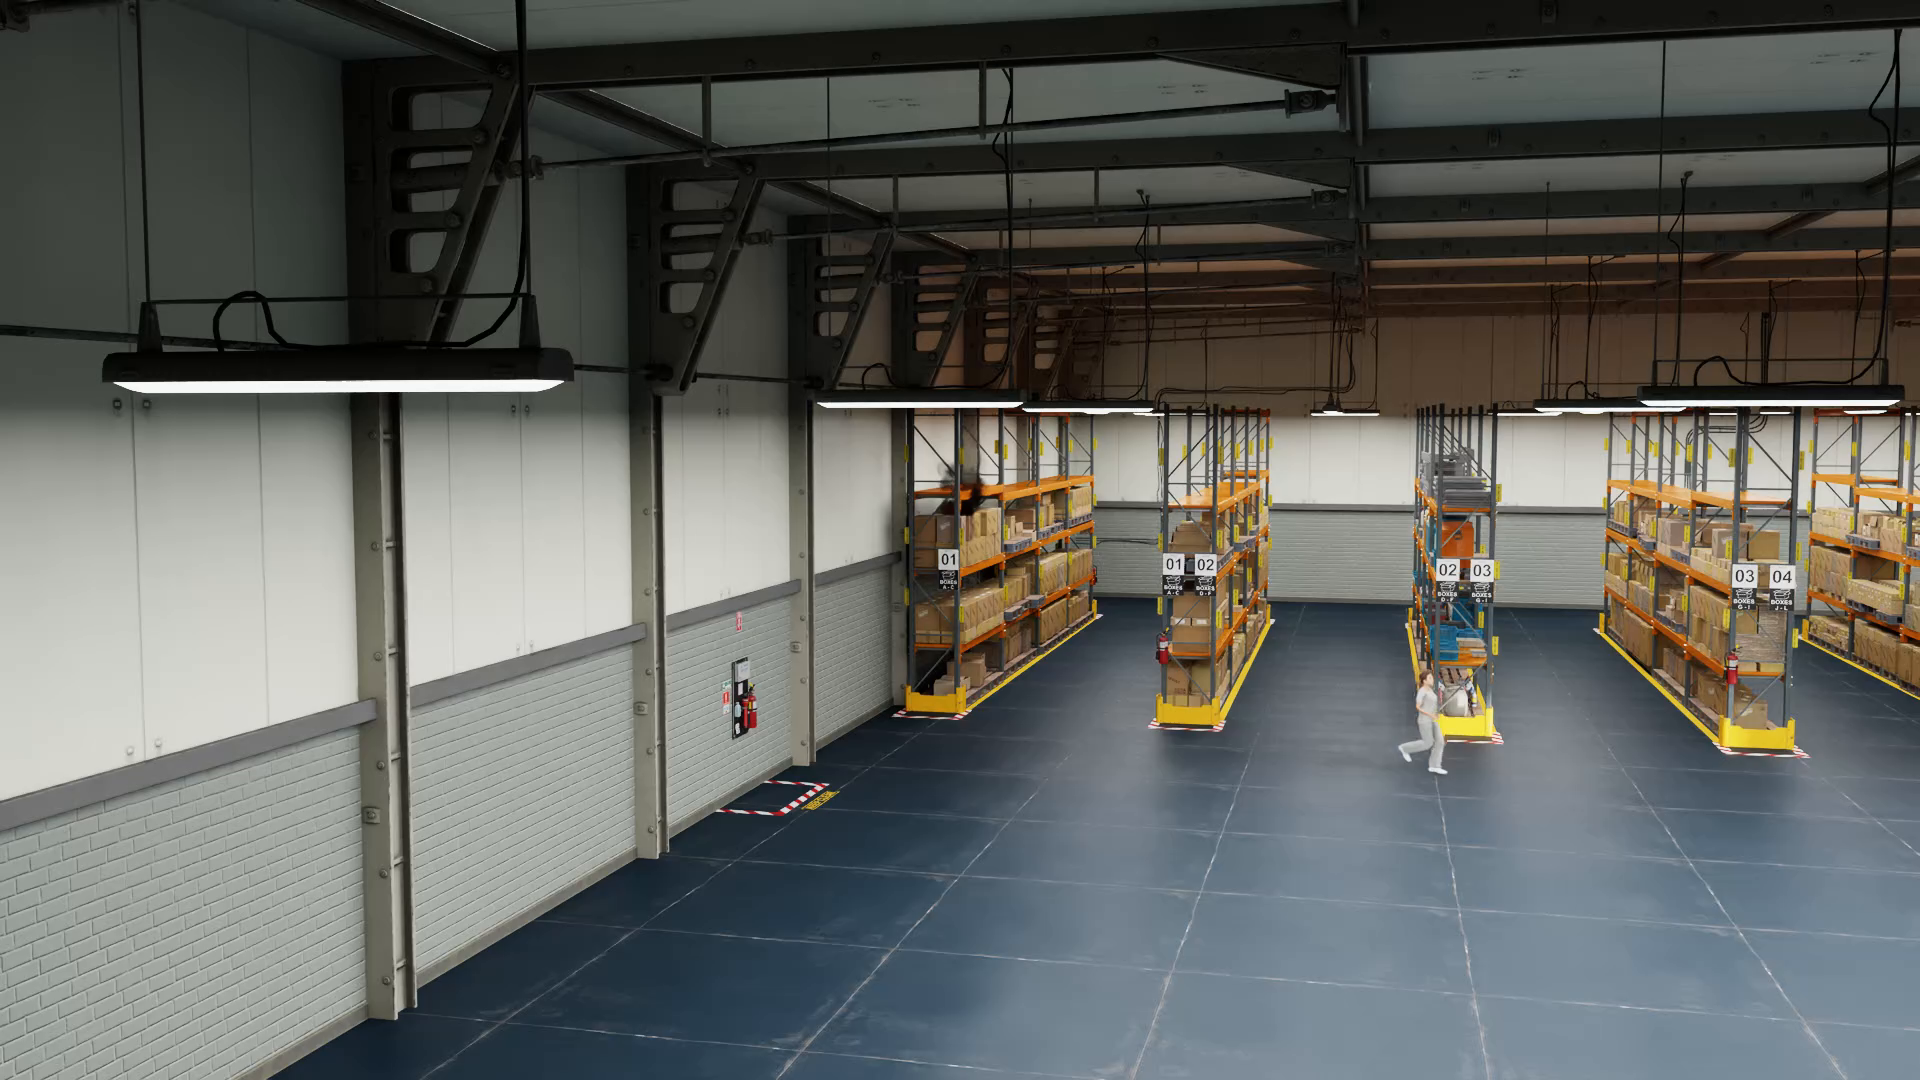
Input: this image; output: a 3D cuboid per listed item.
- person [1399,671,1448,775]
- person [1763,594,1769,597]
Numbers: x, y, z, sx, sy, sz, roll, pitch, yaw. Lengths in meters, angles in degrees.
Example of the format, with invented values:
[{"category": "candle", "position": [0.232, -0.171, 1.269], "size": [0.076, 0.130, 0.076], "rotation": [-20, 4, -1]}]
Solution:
[{"category": "person", "position": [7.551, 2.949, 27.012], "size": [0.809, 1.652, 0.576], "rotation": [3, 5, 38]}, {"category": "person", "position": [20.372, 1.801, 41.706], "size": [0.682, 1.804, 0.861], "rotation": [2, 5, 24]}]
